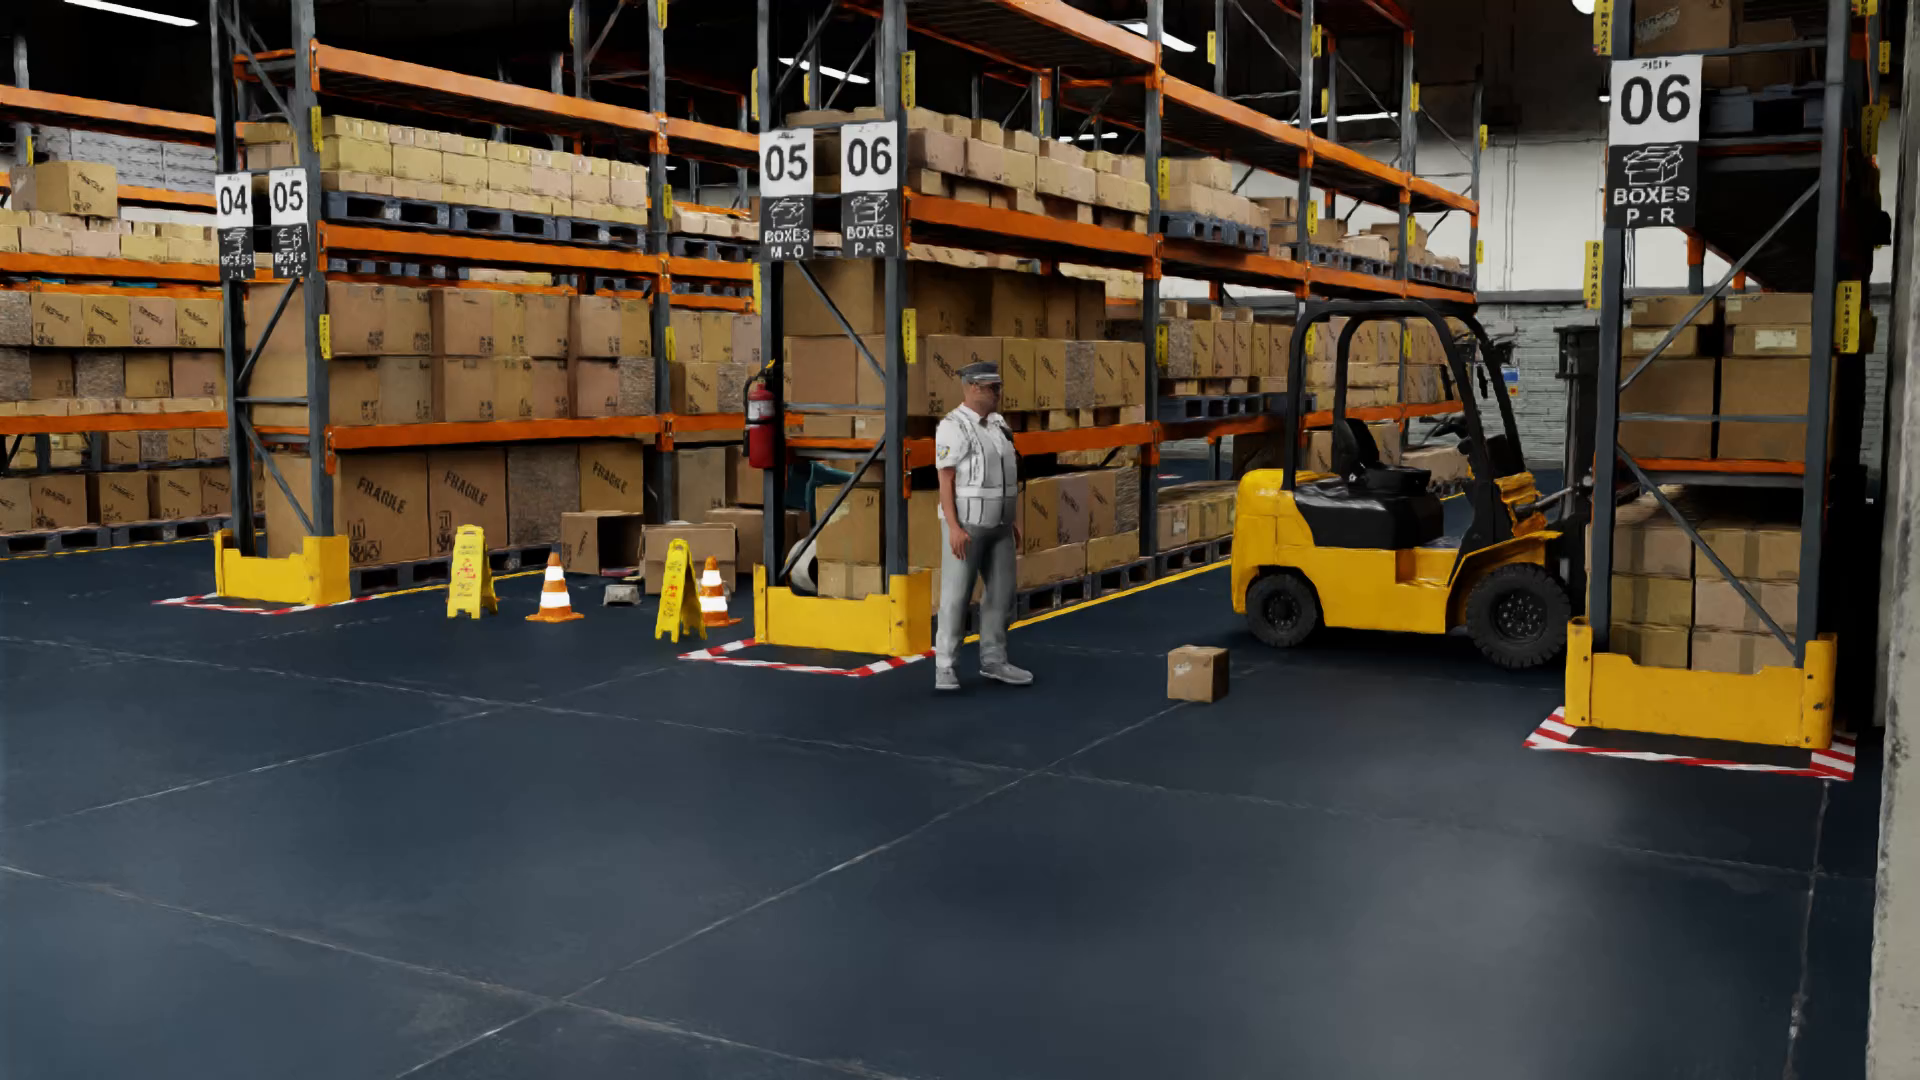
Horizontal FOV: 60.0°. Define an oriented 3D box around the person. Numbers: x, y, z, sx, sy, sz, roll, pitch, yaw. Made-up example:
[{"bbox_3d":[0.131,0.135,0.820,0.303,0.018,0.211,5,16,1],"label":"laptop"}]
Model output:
[{"bbox_3d":[0.100,-0.088,9.054,0.622,1.771,0.406,-6,8,-44],"label":"person"}]
